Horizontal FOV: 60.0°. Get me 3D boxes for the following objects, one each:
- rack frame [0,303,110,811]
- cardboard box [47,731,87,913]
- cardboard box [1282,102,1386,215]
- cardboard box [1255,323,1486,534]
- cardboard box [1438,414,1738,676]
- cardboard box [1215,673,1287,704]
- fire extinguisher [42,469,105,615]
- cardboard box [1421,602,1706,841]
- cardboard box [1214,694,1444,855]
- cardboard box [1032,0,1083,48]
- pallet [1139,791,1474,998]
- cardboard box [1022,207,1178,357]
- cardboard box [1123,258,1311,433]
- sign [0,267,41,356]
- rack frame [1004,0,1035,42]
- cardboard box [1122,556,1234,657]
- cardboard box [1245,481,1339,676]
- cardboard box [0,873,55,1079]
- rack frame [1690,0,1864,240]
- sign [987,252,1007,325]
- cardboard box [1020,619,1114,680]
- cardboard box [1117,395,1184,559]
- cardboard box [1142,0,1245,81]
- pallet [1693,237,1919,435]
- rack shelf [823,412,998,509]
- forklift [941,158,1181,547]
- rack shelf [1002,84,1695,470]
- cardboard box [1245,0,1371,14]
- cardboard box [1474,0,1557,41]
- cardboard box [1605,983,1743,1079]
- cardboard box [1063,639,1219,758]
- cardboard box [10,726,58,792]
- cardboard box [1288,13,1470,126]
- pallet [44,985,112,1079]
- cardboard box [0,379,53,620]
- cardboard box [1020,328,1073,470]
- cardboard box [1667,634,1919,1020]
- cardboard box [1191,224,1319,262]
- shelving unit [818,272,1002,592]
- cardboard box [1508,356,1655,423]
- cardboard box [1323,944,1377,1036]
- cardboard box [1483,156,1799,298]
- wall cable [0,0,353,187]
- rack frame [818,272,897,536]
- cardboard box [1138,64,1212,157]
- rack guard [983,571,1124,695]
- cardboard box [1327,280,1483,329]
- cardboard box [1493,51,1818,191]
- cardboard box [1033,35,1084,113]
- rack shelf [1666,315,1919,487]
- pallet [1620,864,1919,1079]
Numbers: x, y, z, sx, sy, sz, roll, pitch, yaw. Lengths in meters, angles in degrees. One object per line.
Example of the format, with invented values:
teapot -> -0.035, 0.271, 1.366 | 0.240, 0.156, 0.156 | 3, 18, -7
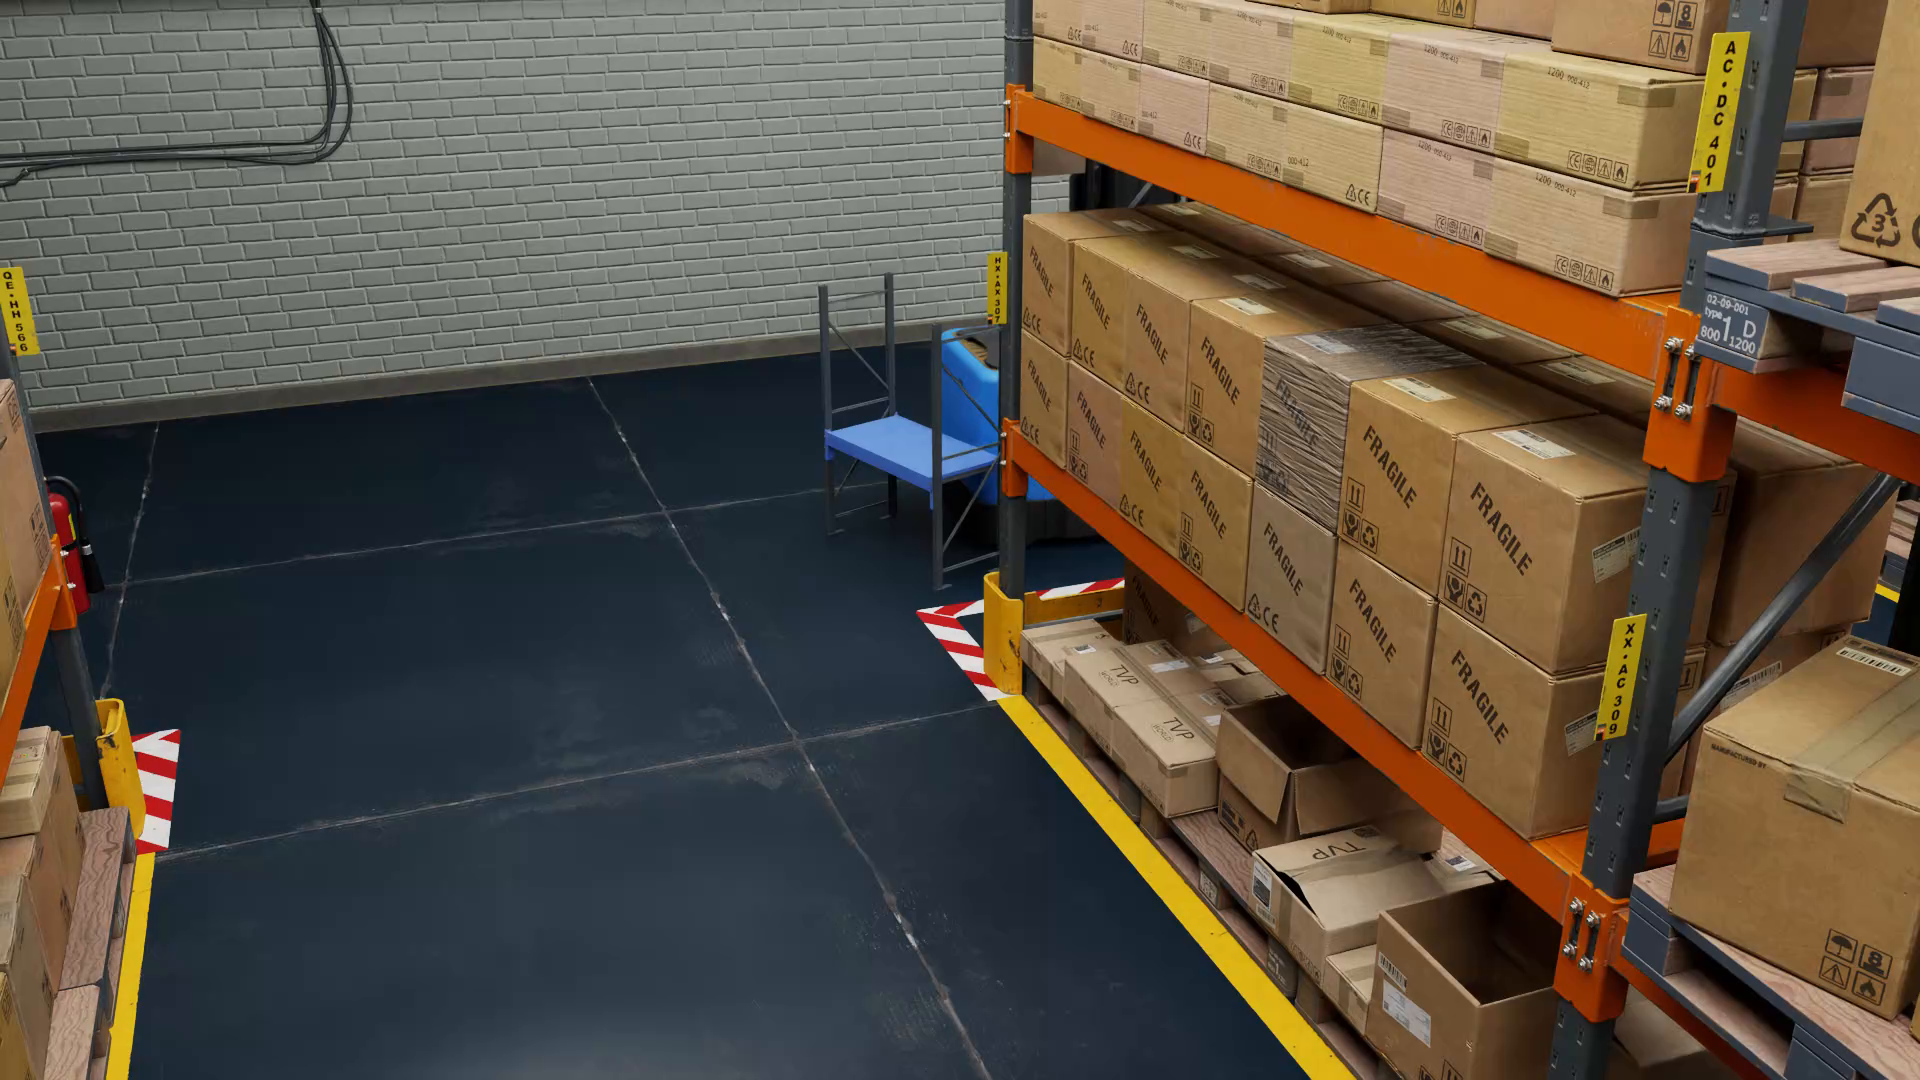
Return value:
rack frame -> -3.956, -0.119, 6.171 | 1.000, 3.000, 0.127 | -8, 24, -19
cardboard box -> -3.615, 1.080, 6.004 | 0.700, 0.500, 0.500 | -8, 24, -19
cardboard box -> 1.318, -1.164, 4.980 | 0.500, 0.250, 0.500 | -8, 24, -19
cardboard box -> 1.308, -0.371, 5.352 | 0.500, 0.500, 0.500 | -8, 24, -19
cardboard box -> 1.670, -0.002, 4.476 | 0.500, 0.500, 0.500 | -8, 24, -19
cardboard box -> 1.407, 0.777, 7.018 | 0.500, 0.250, 0.500 | -8, 24, -19
fire extinguisher -> -3.577, -0.030, 6.539 | 0.296, 0.674, 0.183 | -8, 24, -19
cardboard box -> 1.674, 0.461, 4.666 | 0.500, 0.500, 0.500 | -8, 24, -18
cardboard box -> 1.422, 0.919, 6.356 | 0.797, 0.503, 0.637 | -8, 24, -19
cardboard box -> 0.615, -2.121, 6.609 | 0.500, 0.250, 0.500 | -8, 24, -19
pallet -> 1.414, 1.245, 6.526 | 1.003, 0.211, 1.213 | -8, 24, -19
cardboard box -> 0.587, -1.110, 7.105 | 0.500, 0.500, 0.500 | -8, 24, -17
cardboard box -> 0.951, -0.738, 6.224 | 0.500, 0.500, 0.500 | -8, 24, -18
sign -> -3.443, -0.831, 6.065 | 0.100, 0.325, 0.005 | -8, 24, -19
rack frame -> 0.677, -3.565, 6.621 | 1.000, 3.000, 0.127 | -8, 24, -19
cardboard box -> 1.100, 0.313, 7.798 | 0.500, 0.500, 0.500 | -8, 24, -19
cardboard box -> 1.307, 0.087, 5.552 | 0.500, 0.500, 0.500 | -8, 24, -18
cardboard box -> -3.260, 1.444, 5.139 | 0.700, 0.500, 0.500 | -9, 25, -21
rack frame -> 2.090, -2.111, 3.173 | 1.000, 3.000, 0.127 | -8, 24, -19
sign -> 0.170, -1.125, 7.442 | 0.100, 0.325, 0.005 | -8, 24, -19
cardboard box -> 0.504, 0.510, 7.782 | 0.380, 0.149, 0.250 | -8, 24, -19
cardboard box -> 0.949, -0.279, 6.422 | 0.500, 0.500, 0.500 | -8, 24, -19
cardboard box -> 0.968, -1.758, 5.746 | 0.500, 0.250, 0.500 | -8, 24, -19
pallet -> 2.255, -0.396, 3.207 | 1.213, 0.211, 1.003 | -8, 24, -19
rack shelf -> -0.264, -0.461, 9.377 | 0.538, 0.185, 1.000 | -17, 28, -35
forklift -> 1.436, -1.608, 9.791 | 3.031, 2.935, 1.130 | -6, 24, -15
rack shelf -> 1.384, -1.124, 5.620 | 1.077, 0.370, 4.000 | -8, 24, -19
cardboard box -> 1.338, -1.950, 5.237 | 0.700, 0.500, 0.500 | -8, 24, -19
cardboard box -> 1.839, -1.609, 4.426 | 0.700, 0.500, 0.500 | -8, 24, -19
cardboard box -> 2.145, 1.507, 5.207 | 0.500, 0.311, 0.500 | -8, 24, -19
cardboard box -> 0.781, 0.682, 7.243 | 0.500, 0.250, 0.500 | -8, 24, -19
cardboard box -> -3.399, 0.802, 5.827 | 0.380, 0.149, 0.250 | -9, 24, -20
cardboard box -> 1.317, -1.394, 4.883 | 0.500, 0.250, 0.500 | -8, 24, -19
pallet -> -3.173, 1.888, 4.999 | 1.003, 0.211, 1.213 | -8, 24, -19
cardboard box -> -3.766, -0.074, 5.676 | 0.980, 0.700, 0.700 | -7, 24, -17
cardboard box -> 0.587, -0.649, 7.299 | 0.500, 0.500, 0.500 | -8, 24, -18
cardboard box -> 2.049, 0.616, 3.756 | 0.700, 0.500, 0.500 | -18, 29, -36
cardboard box -> 1.271, -1.000, 6.844 | 0.500, 0.500, 0.500 | -8, 24, -18
shelving unit -> -0.264, -0.627, 9.307 | 0.538, 1.500, 1.048 | -17, 28, -35
cardboard box -> 2.004, -0.251, 5.067 | 0.500, 0.500, 0.500 | -9, 25, -21
cardboard box -> 1.435, 1.468, 5.509 | 0.380, 0.149, 0.250 | -8, 24, -19
cardboard box -> 1.670, -0.800, 4.118 | 0.500, 0.250, 0.500 | -8, 24, -19
wall cable -> -5.619, -3.557, 10.601 | 3.097, 2.526, 0.112 | -8, 24, -19
rack frame -> -0.585, -0.780, 9.671 | 0.500, 1.500, 0.032 | -17, 28, -35
cardboard box -> 0.964, -1.527, 5.842 | 0.500, 0.250, 0.500 | -8, 24, -19
rack guard -> 0.704, 0.379, 8.207 | 1.175, 0.500, 0.348 | -8, 24, -19
cardboard box -> 1.640, -0.625, 5.955 | 0.500, 0.500, 0.500 | -8, 24, -17
cardboard box -> 1.665, -1.030, 4.019 | 0.500, 0.250, 0.500 | -8, 24, -19
cardboard box -> 0.621, -1.892, 6.708 | 0.500, 0.250, 0.500 | -8, 24, -19
rack shelf -> 2.797, 0.329, 2.171 | 1.077, 0.370, 4.000 | -8, 24, -19
pallet -> 2.271, 1.047, 3.651 | 1.003, 0.211, 1.213 | -8, 24, -19
